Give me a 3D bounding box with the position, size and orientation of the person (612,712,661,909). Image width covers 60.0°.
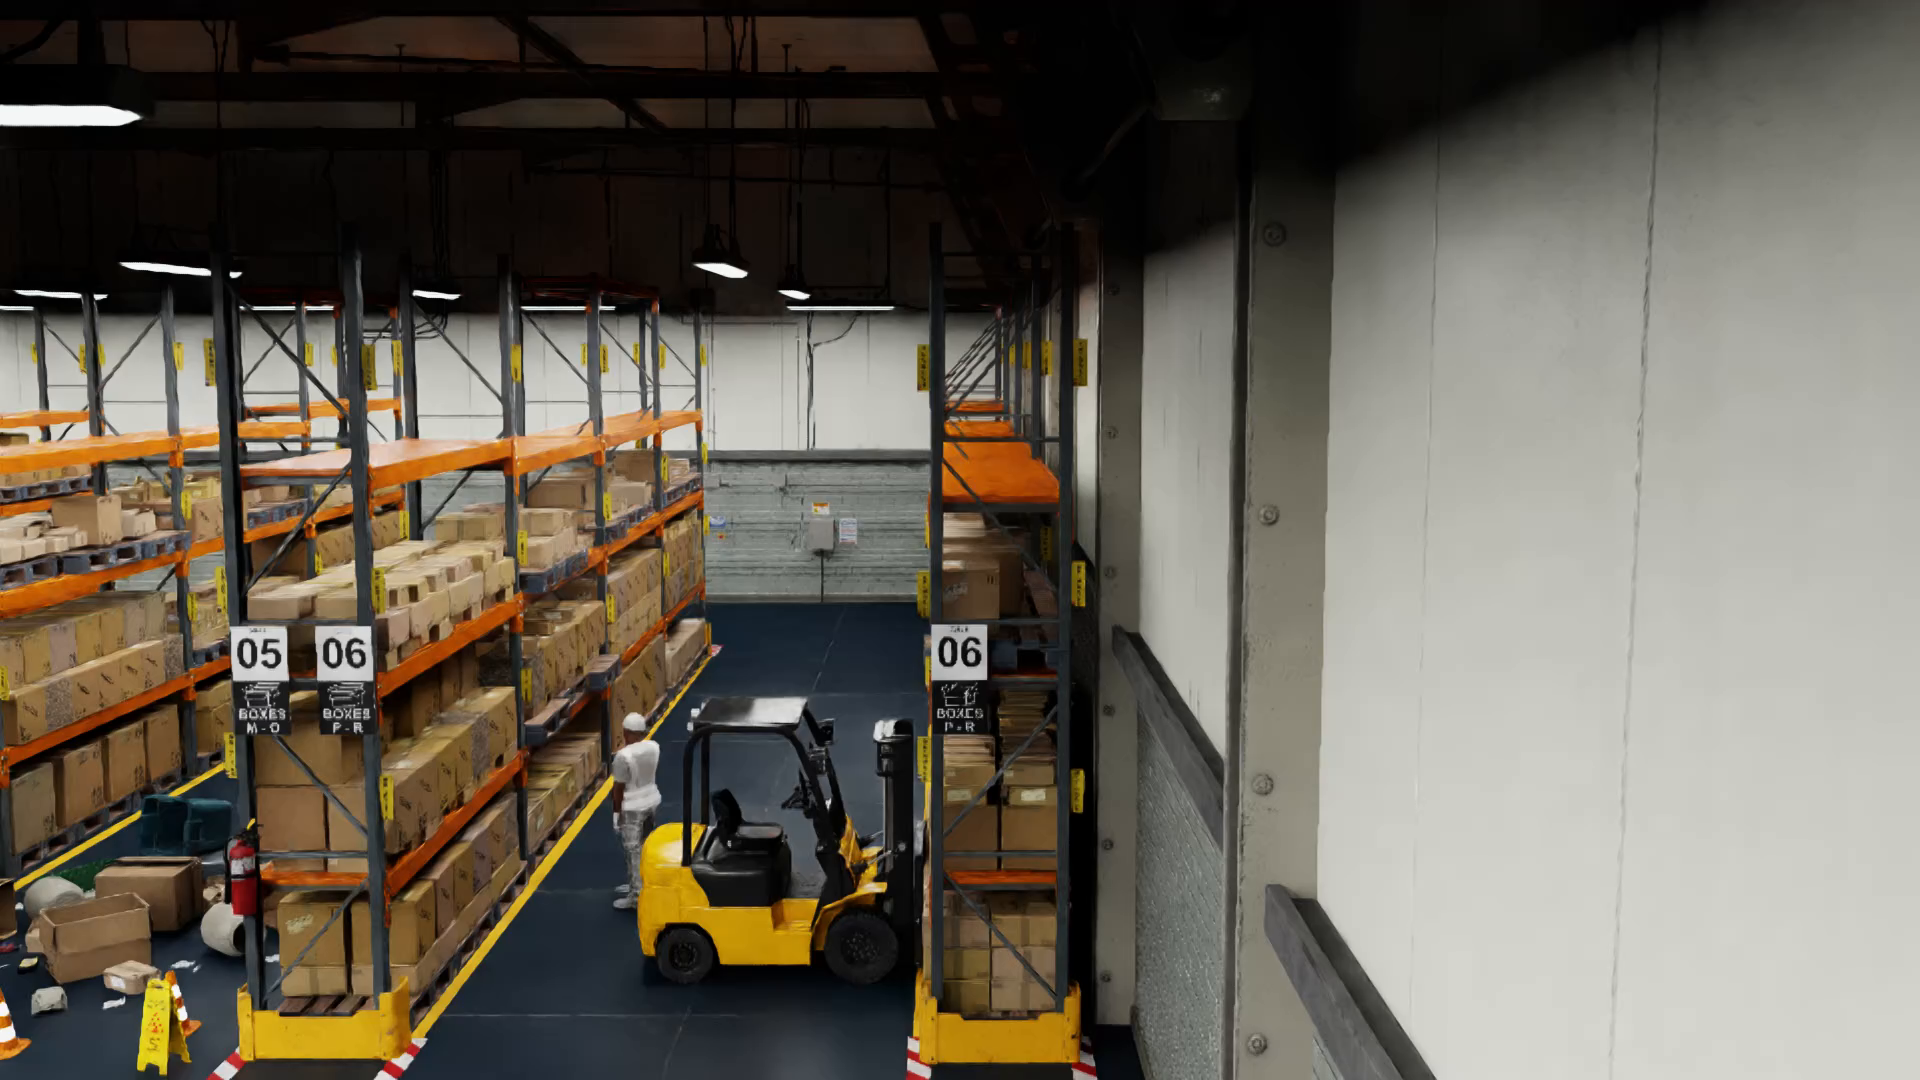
[{"bbox_3d":[-3.049,2.473,15.403,0.493,1.785,0.613,4,8,30],"label":"person"}]
